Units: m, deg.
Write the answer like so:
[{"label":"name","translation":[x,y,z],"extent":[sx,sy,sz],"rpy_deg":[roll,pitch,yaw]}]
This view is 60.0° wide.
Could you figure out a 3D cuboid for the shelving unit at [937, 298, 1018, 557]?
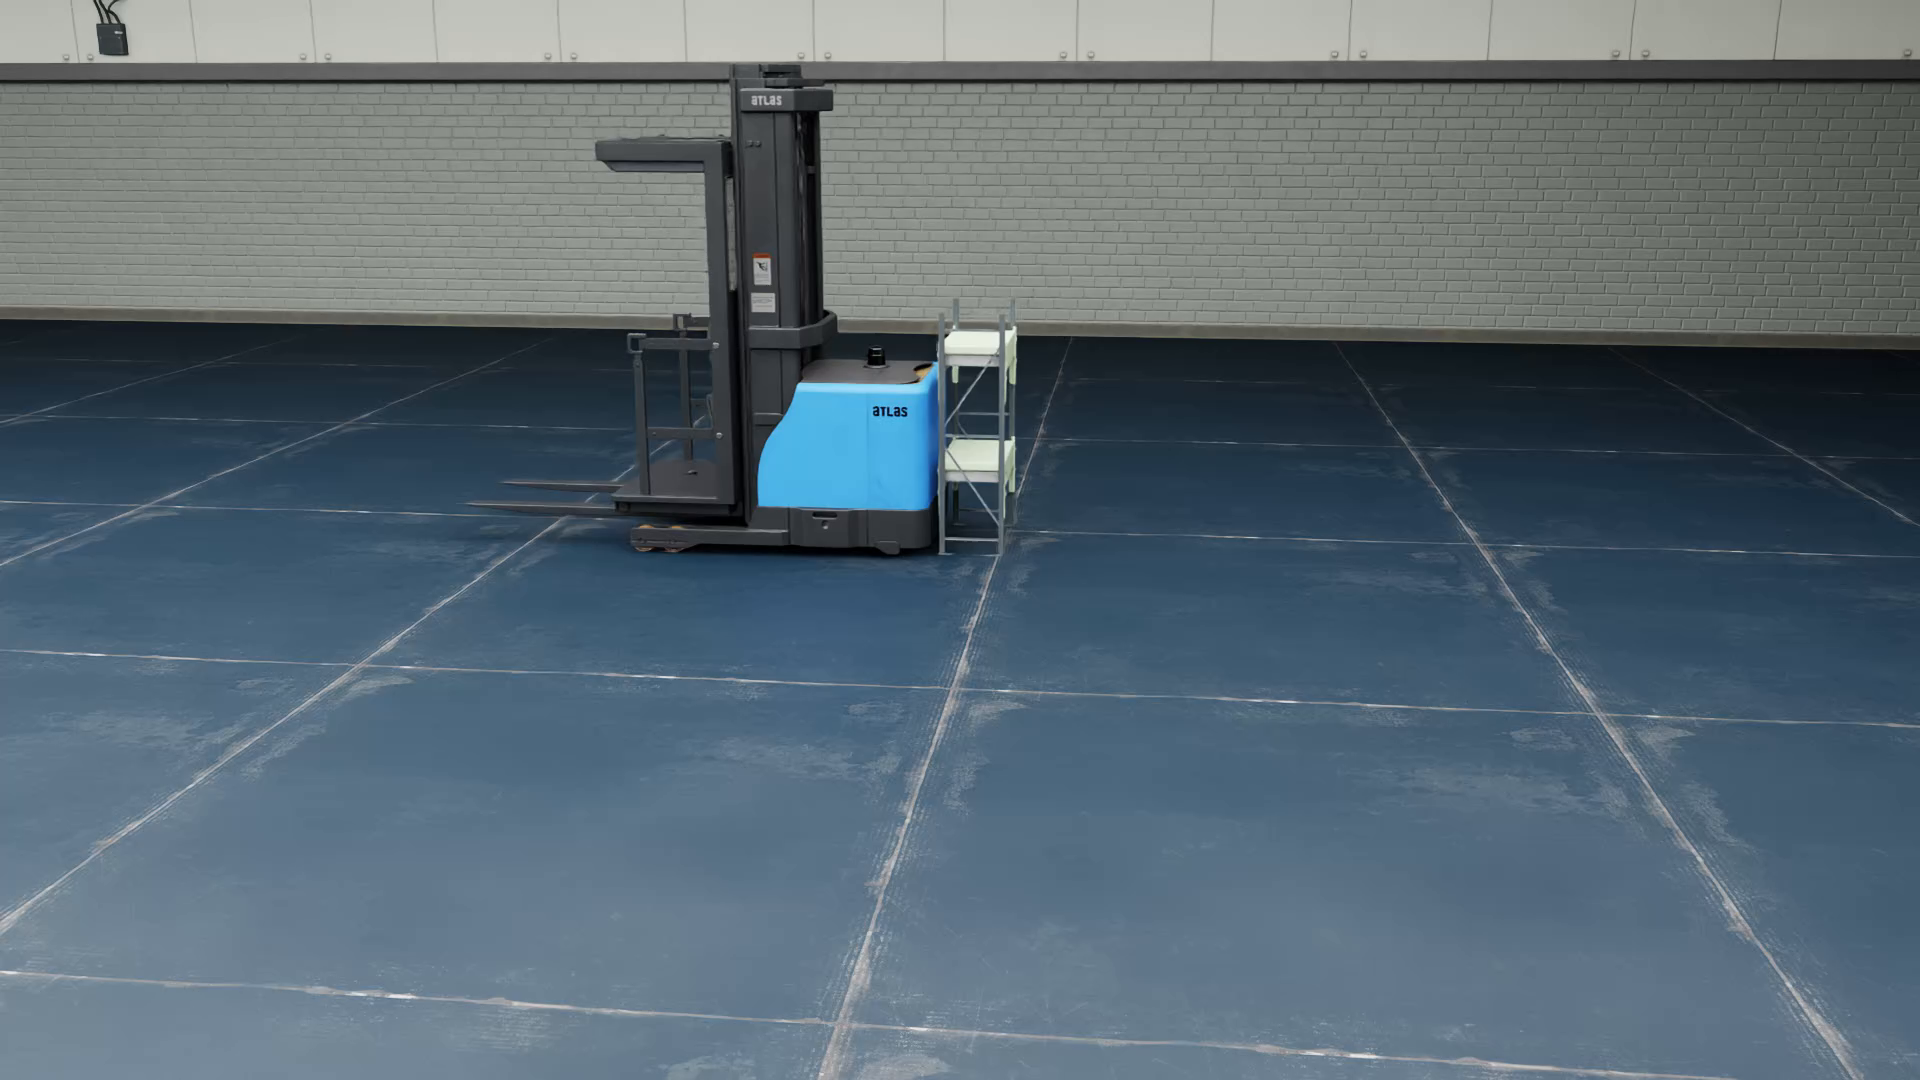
[{"label":"shelving unit","translation":[0.114,-0.722,10.460],"extent":[0.431,1.500,0.755],"rpy_deg":[2,15,6]}]

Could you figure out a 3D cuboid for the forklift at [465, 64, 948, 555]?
[{"label":"forklift","translation":[-1.633,-1.471,10.486],"extent":[3.031,2.935,1.130],"rpy_deg":[2,15,6]}]

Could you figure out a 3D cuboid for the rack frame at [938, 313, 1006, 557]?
[{"label":"rack frame","translation":[0.071,-0.627,10.109],"extent":[0.400,1.500,0.023],"rpy_deg":[2,15,6]}]

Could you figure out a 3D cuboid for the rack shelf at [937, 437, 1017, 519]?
[{"label":"rack shelf","translation":[0.114,-0.408,10.545],"extent":[0.431,0.370,0.720],"rpy_deg":[2,15,6]}]

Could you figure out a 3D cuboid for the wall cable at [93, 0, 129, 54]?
[{"label":"wall cable","translation":[-9.123,-8.673,18.980],"extent":[2.305,6.003,0.169],"rpy_deg":[2,15,6]}]

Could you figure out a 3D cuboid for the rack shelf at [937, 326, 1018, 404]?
[{"label":"rack shelf","translation":[0.114,-1.099,10.358],"extent":[0.431,0.370,0.720],"rpy_deg":[2,15,6]}]

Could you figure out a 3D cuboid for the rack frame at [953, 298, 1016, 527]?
[{"label":"rack frame","translation":[0.156,-0.817,10.811],"extent":[0.400,1.500,0.023],"rpy_deg":[2,15,6]}]
